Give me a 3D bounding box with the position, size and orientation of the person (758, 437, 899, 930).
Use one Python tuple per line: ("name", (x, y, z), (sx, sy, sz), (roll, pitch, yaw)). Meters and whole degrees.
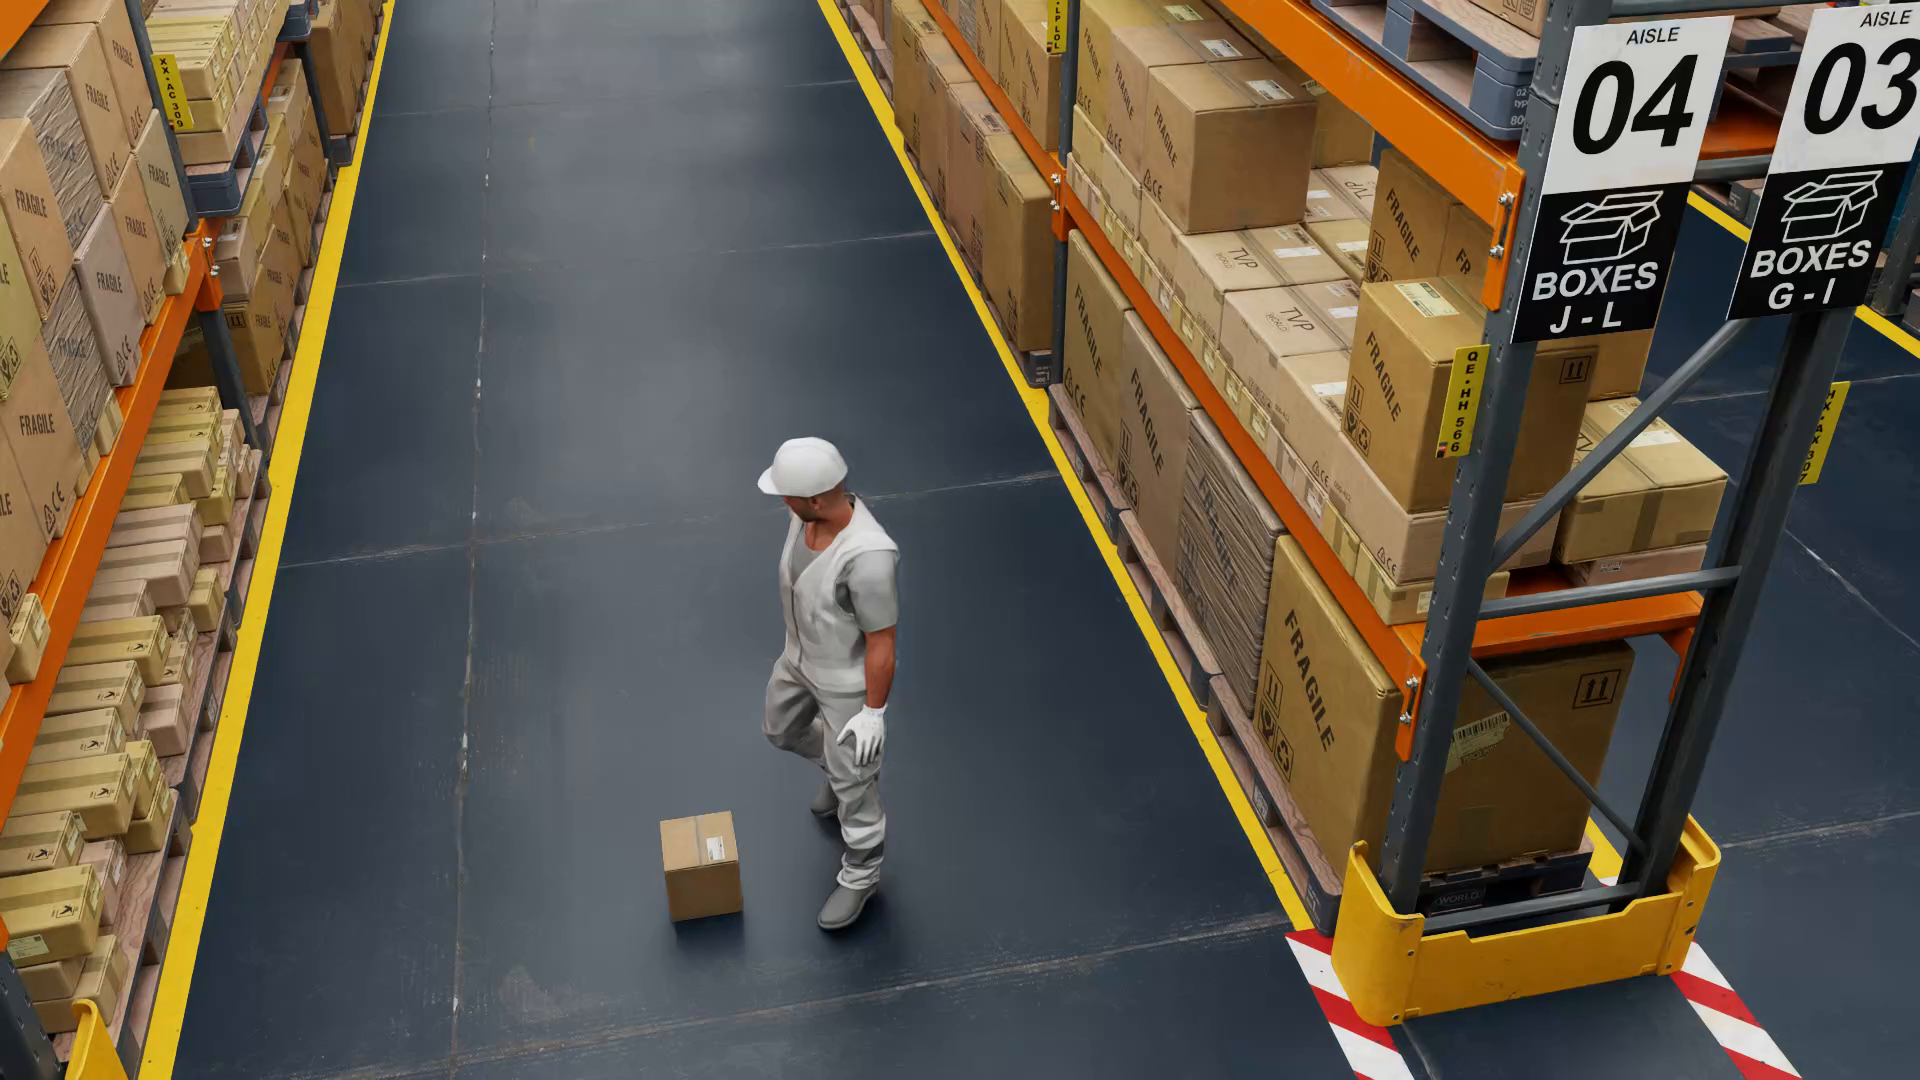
("person", (-0.394, 0.427, 5.471), (0.525, 1.786, 0.664), (-22, 40, -29))
